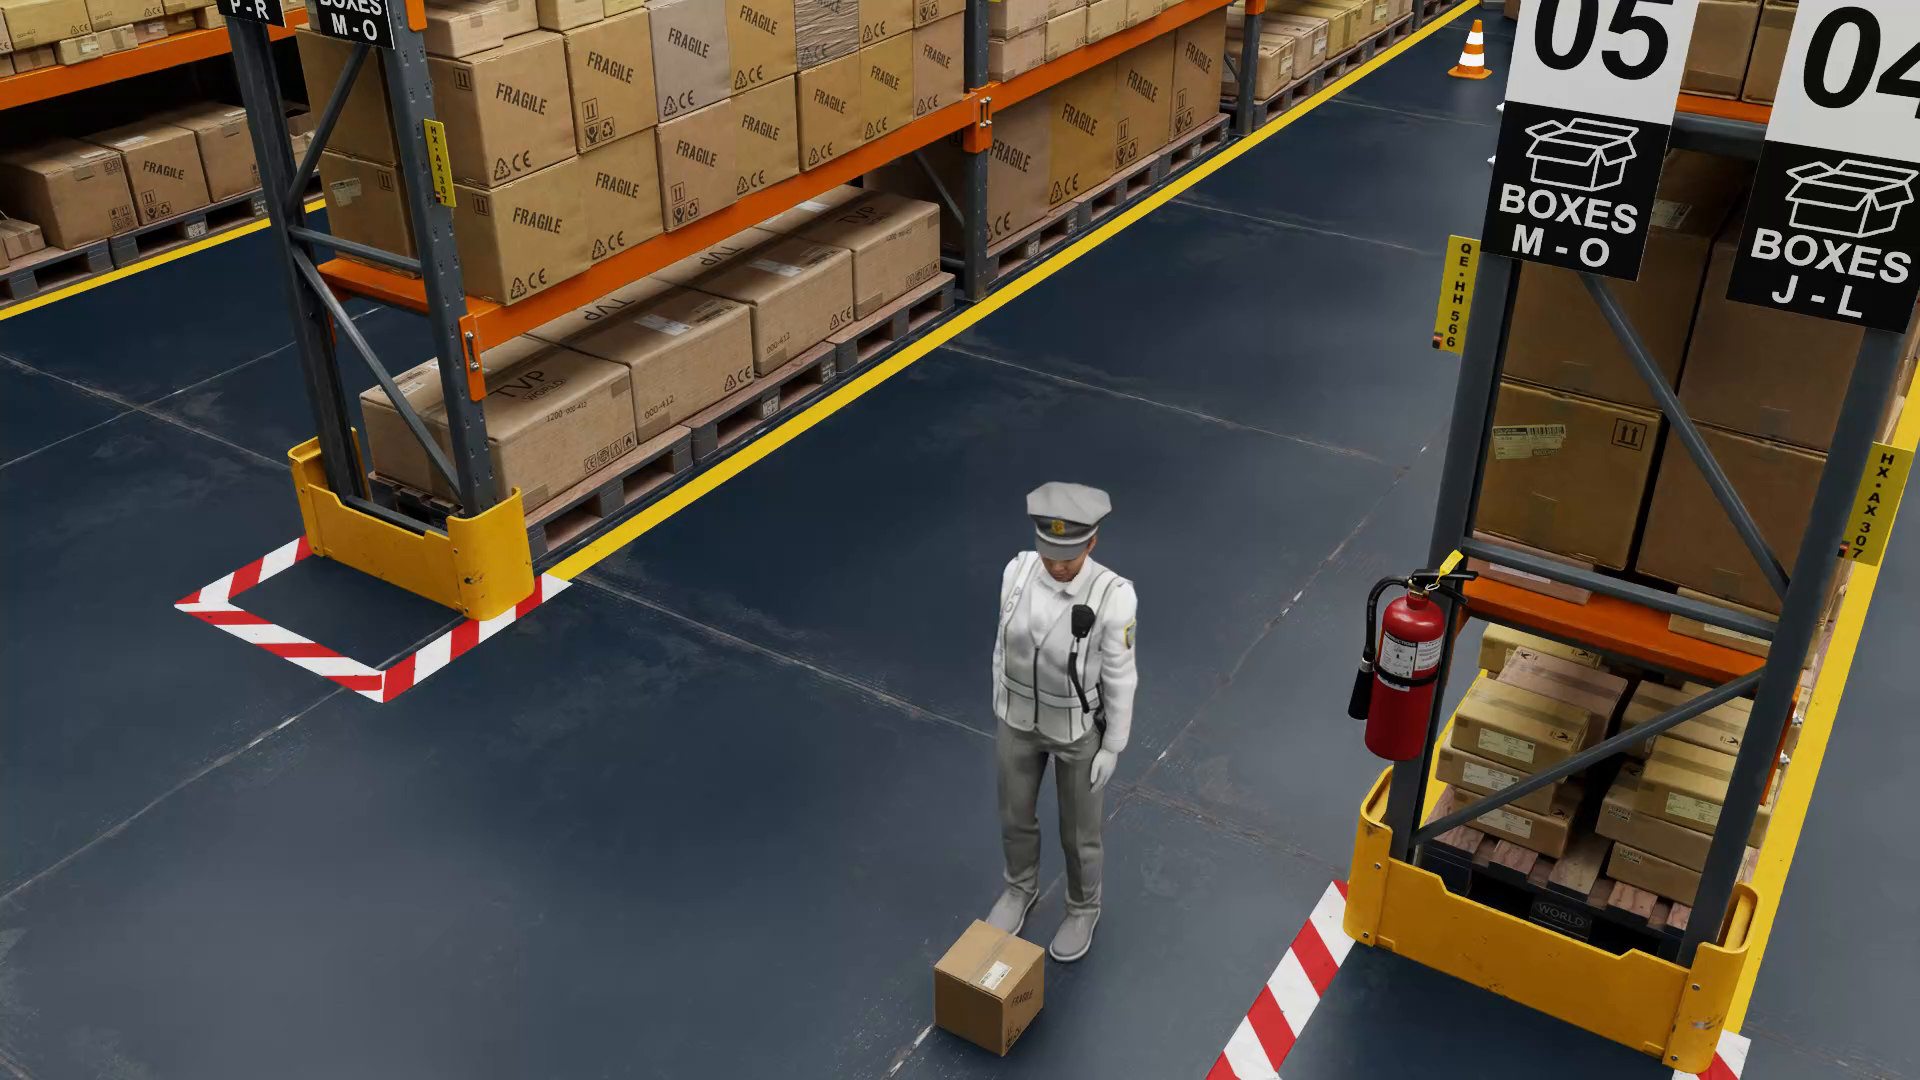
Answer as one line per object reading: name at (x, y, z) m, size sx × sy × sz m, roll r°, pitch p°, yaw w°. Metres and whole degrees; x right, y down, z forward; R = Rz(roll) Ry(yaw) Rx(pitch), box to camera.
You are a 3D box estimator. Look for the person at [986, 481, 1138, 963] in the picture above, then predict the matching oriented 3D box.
person at (0.304, 0.587, 5.145) m, size 0.469 × 1.662 × 0.328 m, roll 15°, pitch 34°, yaw 23°
